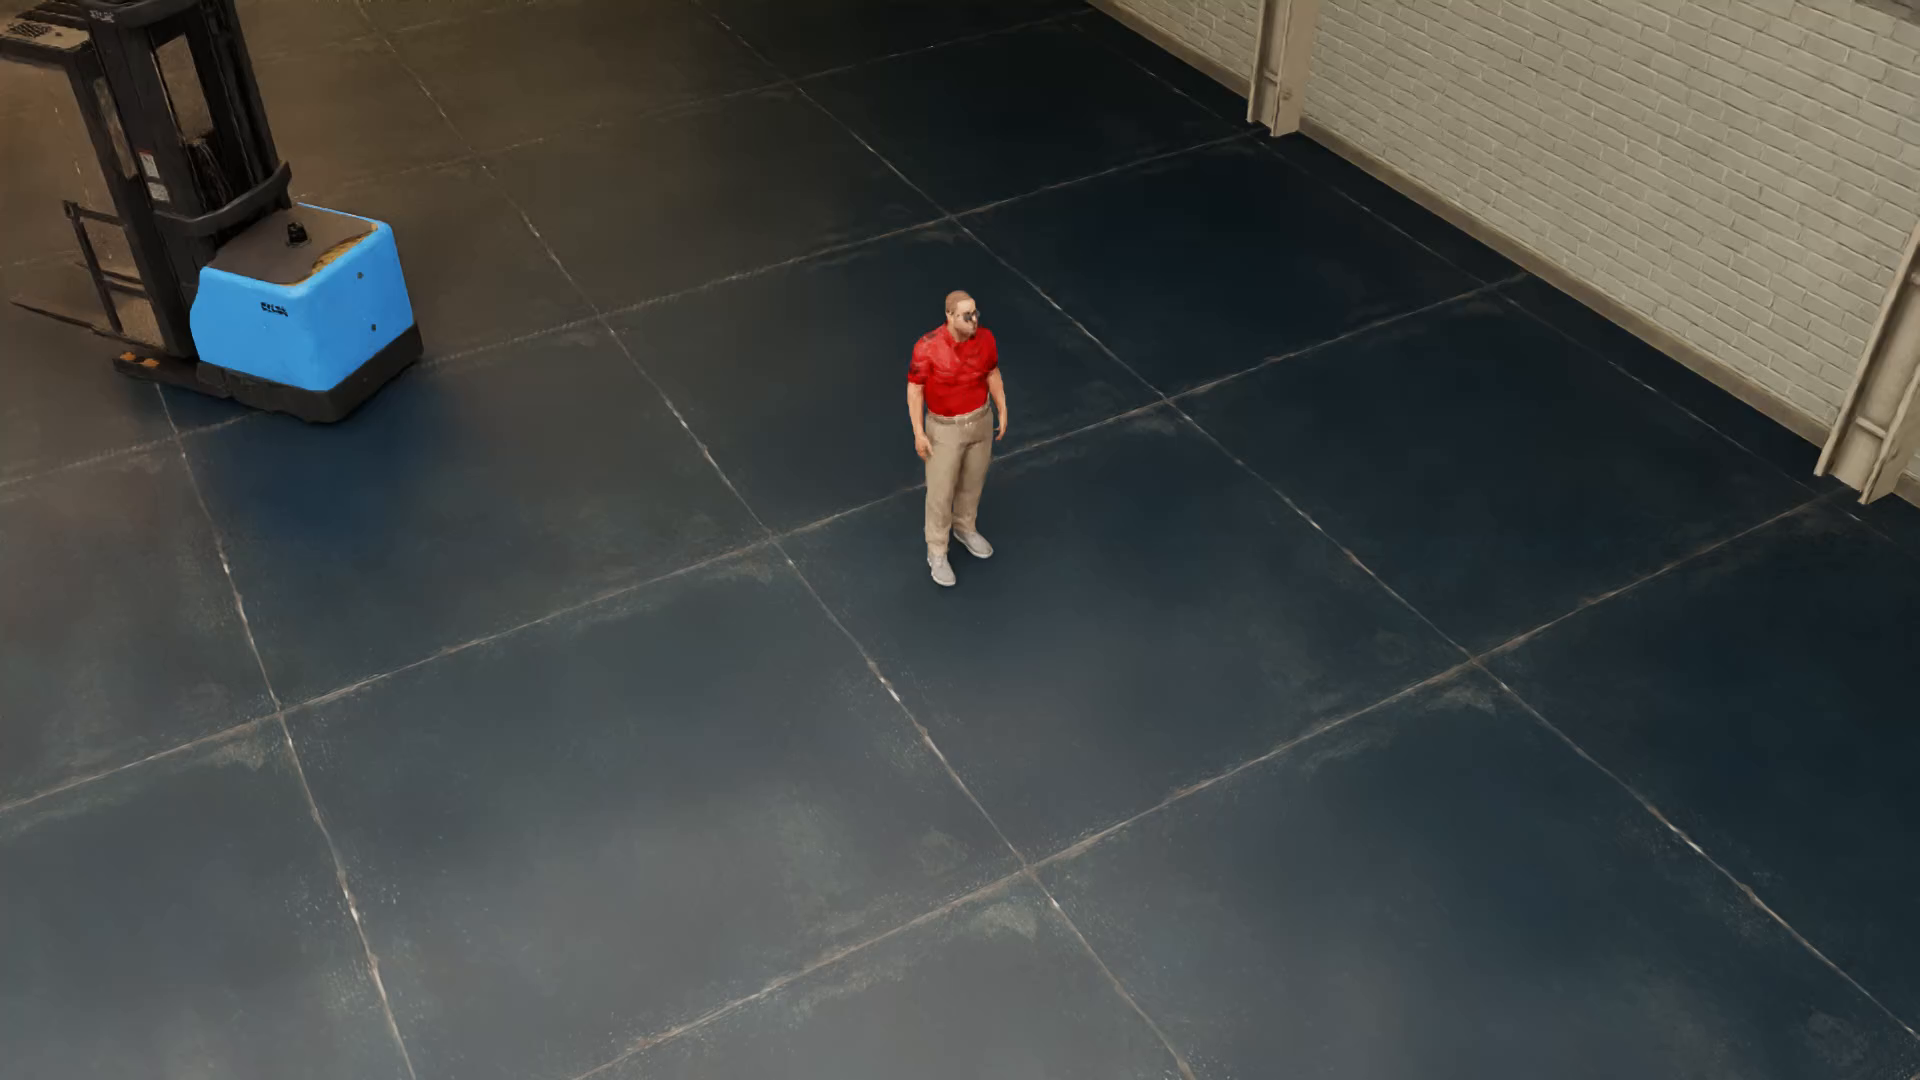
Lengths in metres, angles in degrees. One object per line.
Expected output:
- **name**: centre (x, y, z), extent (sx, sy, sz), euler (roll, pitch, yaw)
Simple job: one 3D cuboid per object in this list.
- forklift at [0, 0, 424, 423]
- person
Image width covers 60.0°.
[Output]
- **forklift**: centre (-5.392, -2.526, 11.081), extent (3.031, 2.935, 1.130), euler (15, 42, 17)
- **person**: centre (0.035, -0.617, 9.711), extent (0.640, 1.727, 0.550), euler (-20, 44, -23)
